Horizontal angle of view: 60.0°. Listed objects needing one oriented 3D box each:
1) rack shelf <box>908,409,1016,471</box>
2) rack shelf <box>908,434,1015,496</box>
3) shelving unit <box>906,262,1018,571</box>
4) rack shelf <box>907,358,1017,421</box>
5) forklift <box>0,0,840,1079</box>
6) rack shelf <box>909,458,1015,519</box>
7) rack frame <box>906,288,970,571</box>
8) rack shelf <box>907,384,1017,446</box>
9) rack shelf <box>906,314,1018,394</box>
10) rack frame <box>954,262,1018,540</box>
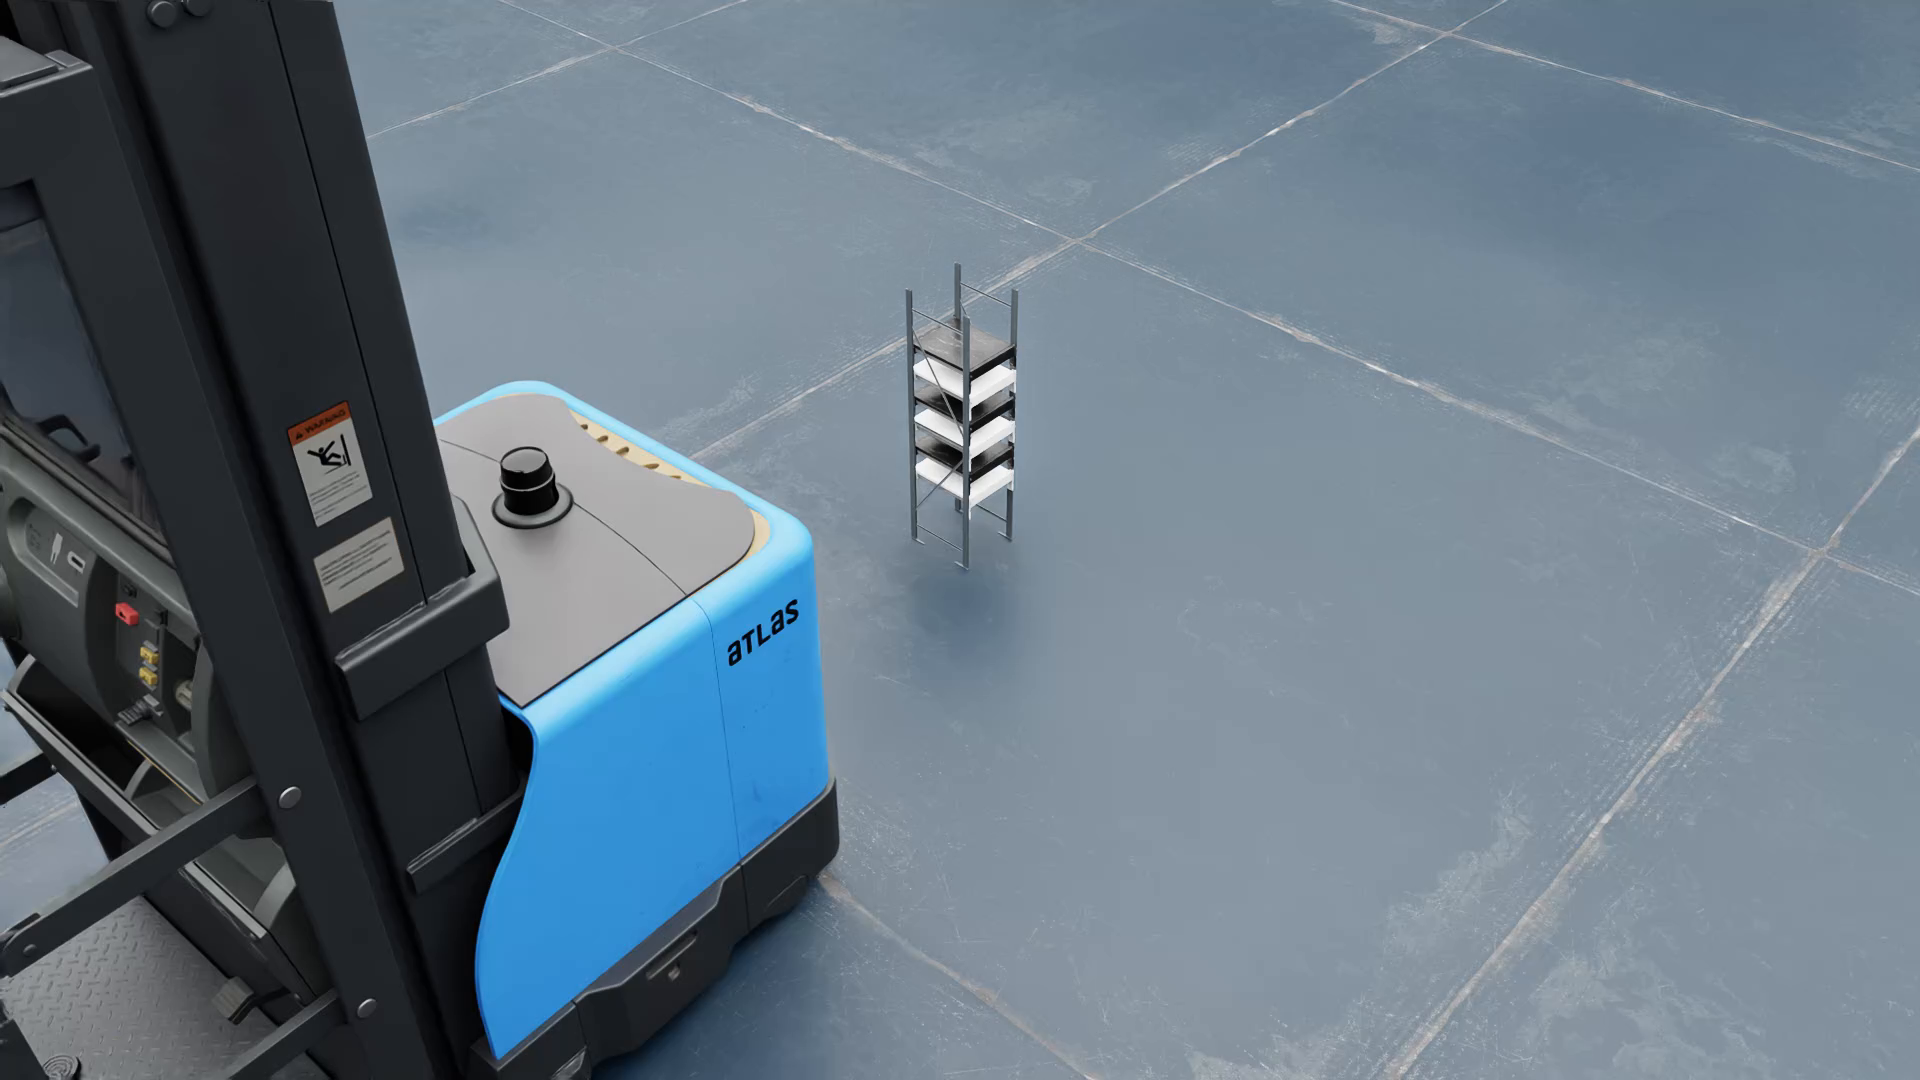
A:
[{"bbox_3d":[0.005,-0.330,4.995,0.258,0.077,0.200,30,47,32],"label":"rack shelf"},{"bbox_3d":[0.005,-0.259,5.051,0.258,0.077,0.200,30,47,32],"label":"rack shelf"},{"bbox_3d":[0.005,-0.356,4.975,0.258,0.900,0.210,30,47,32],"label":"shelving unit"},{"bbox_3d":[0.005,-0.471,4.883,0.258,0.077,0.200,30,47,32],"label":"rack shelf"},{"bbox_3d":[-1.631,0.177,2.672,1.130,2.935,3.031,27,46,30],"label":"forklift"},{"bbox_3d":[0.005,-0.189,5.107,0.258,0.077,0.200,30,47,32],"label":"rack shelf"},{"bbox_3d":[-0.063,-0.309,4.916,0.240,0.900,0.006,30,47,32],"label":"rack frame"},{"bbox_3d":[0.005,-0.400,4.939,0.258,0.077,0.200,30,47,32],"label":"rack shelf"},{"bbox_3d":[0.005,-0.541,4.827,0.258,0.077,0.200,30,47,32],"label":"rack shelf"},{"bbox_3d":[0.074,-0.403,5.033,0.240,0.900,0.006,30,47,32],"label":"rack frame"}]
